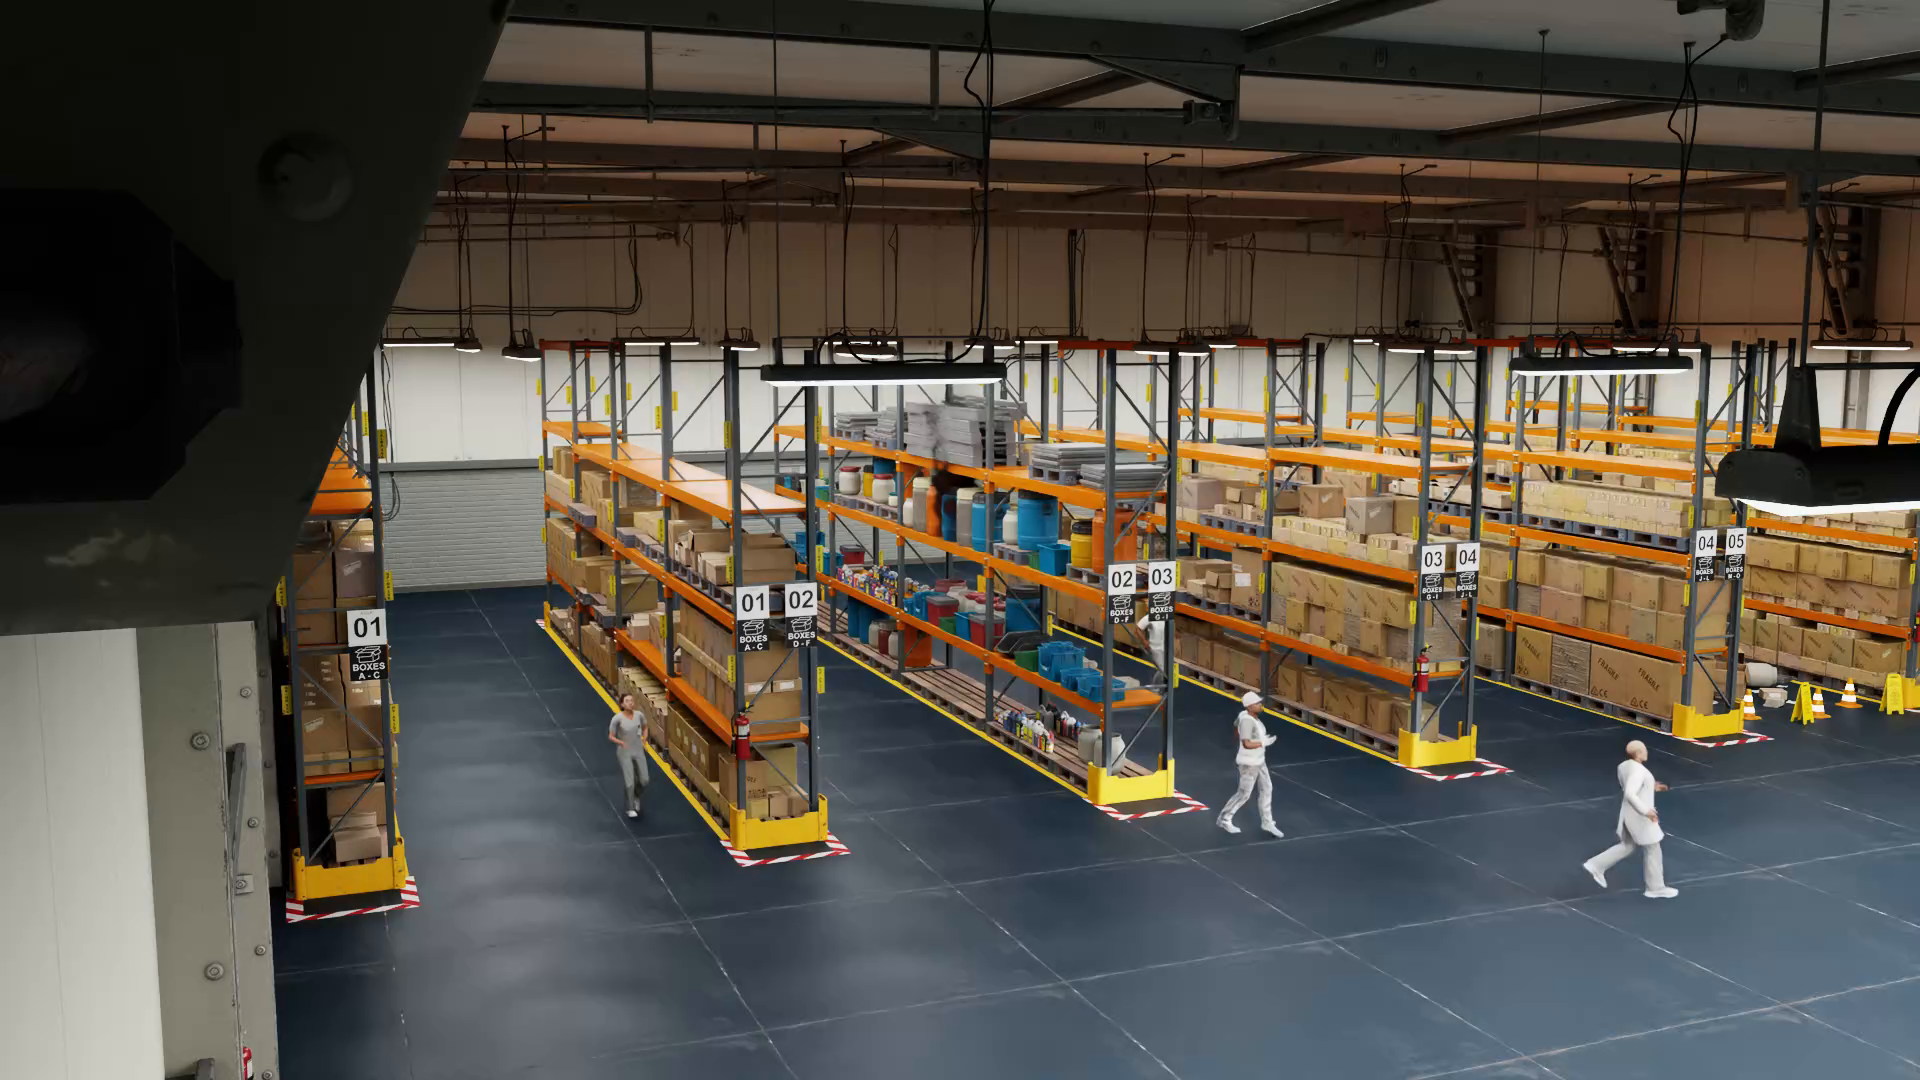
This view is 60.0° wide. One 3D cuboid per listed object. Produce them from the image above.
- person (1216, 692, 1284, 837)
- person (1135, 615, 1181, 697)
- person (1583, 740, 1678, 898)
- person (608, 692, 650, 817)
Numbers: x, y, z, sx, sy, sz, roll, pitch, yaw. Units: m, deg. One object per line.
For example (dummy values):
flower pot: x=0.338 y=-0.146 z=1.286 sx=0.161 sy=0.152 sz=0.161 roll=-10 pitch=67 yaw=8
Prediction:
person: x=3.587 y=2.779 z=20.492 sx=0.811 sy=1.833 sz=0.678 roll=3 pitch=8 yaw=20
person: x=3.375 y=1.796 z=27.837 sx=0.679 sy=1.661 sz=0.652 roll=-4 pitch=9 yaw=-30
person: x=7.436 y=3.069 z=18.324 sx=1.027 sy=1.754 sz=0.714 roll=0 pitch=7 yaw=-1
person: x=-4.206 y=2.755 z=21.311 sx=0.557 sy=1.625 sz=0.564 roll=-4 pitch=8 yaw=-28
